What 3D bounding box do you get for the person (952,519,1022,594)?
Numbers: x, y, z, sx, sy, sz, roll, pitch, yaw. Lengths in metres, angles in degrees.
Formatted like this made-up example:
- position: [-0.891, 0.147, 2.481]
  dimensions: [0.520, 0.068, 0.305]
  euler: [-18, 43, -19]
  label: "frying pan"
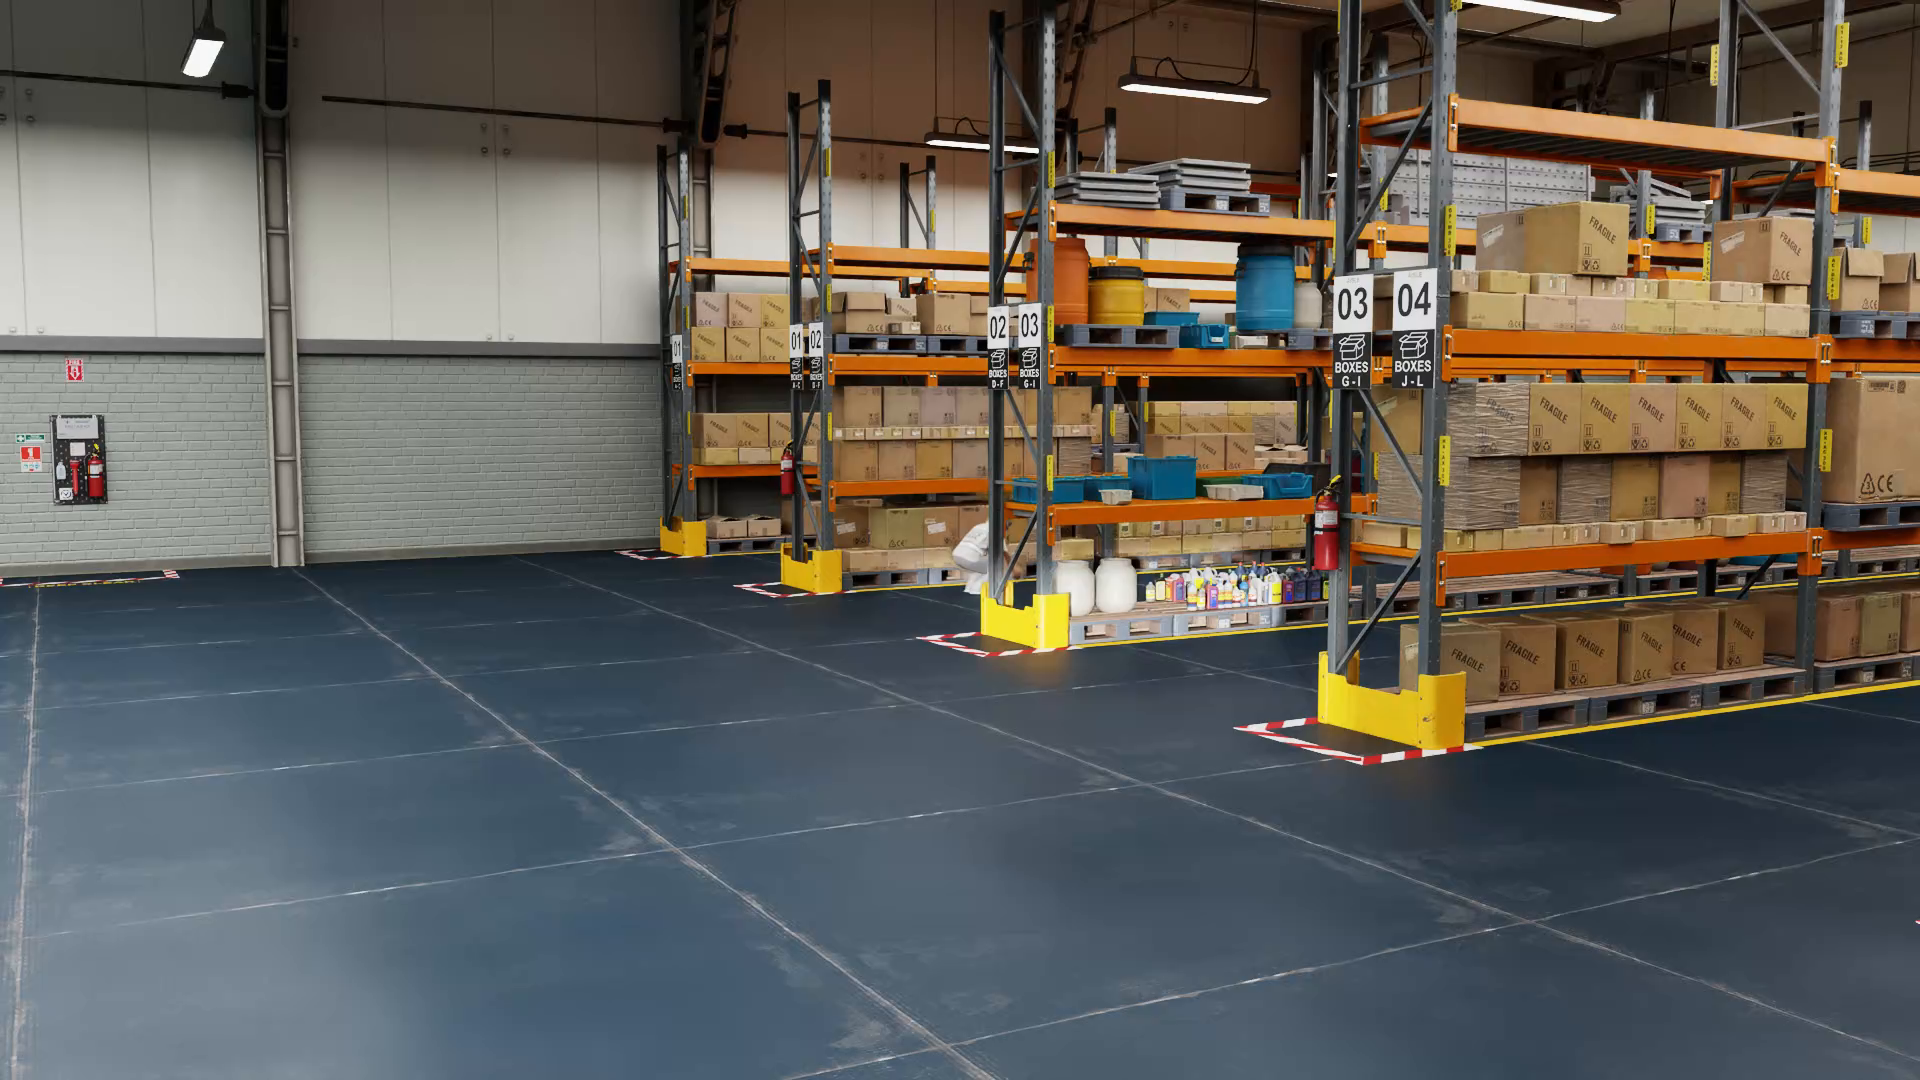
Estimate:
- position: [0.306, 0.166, 19.770]
  dimensions: [0.848, 0.938, 0.499]
  euler: [-3, 6, -29]
  label: "person"
